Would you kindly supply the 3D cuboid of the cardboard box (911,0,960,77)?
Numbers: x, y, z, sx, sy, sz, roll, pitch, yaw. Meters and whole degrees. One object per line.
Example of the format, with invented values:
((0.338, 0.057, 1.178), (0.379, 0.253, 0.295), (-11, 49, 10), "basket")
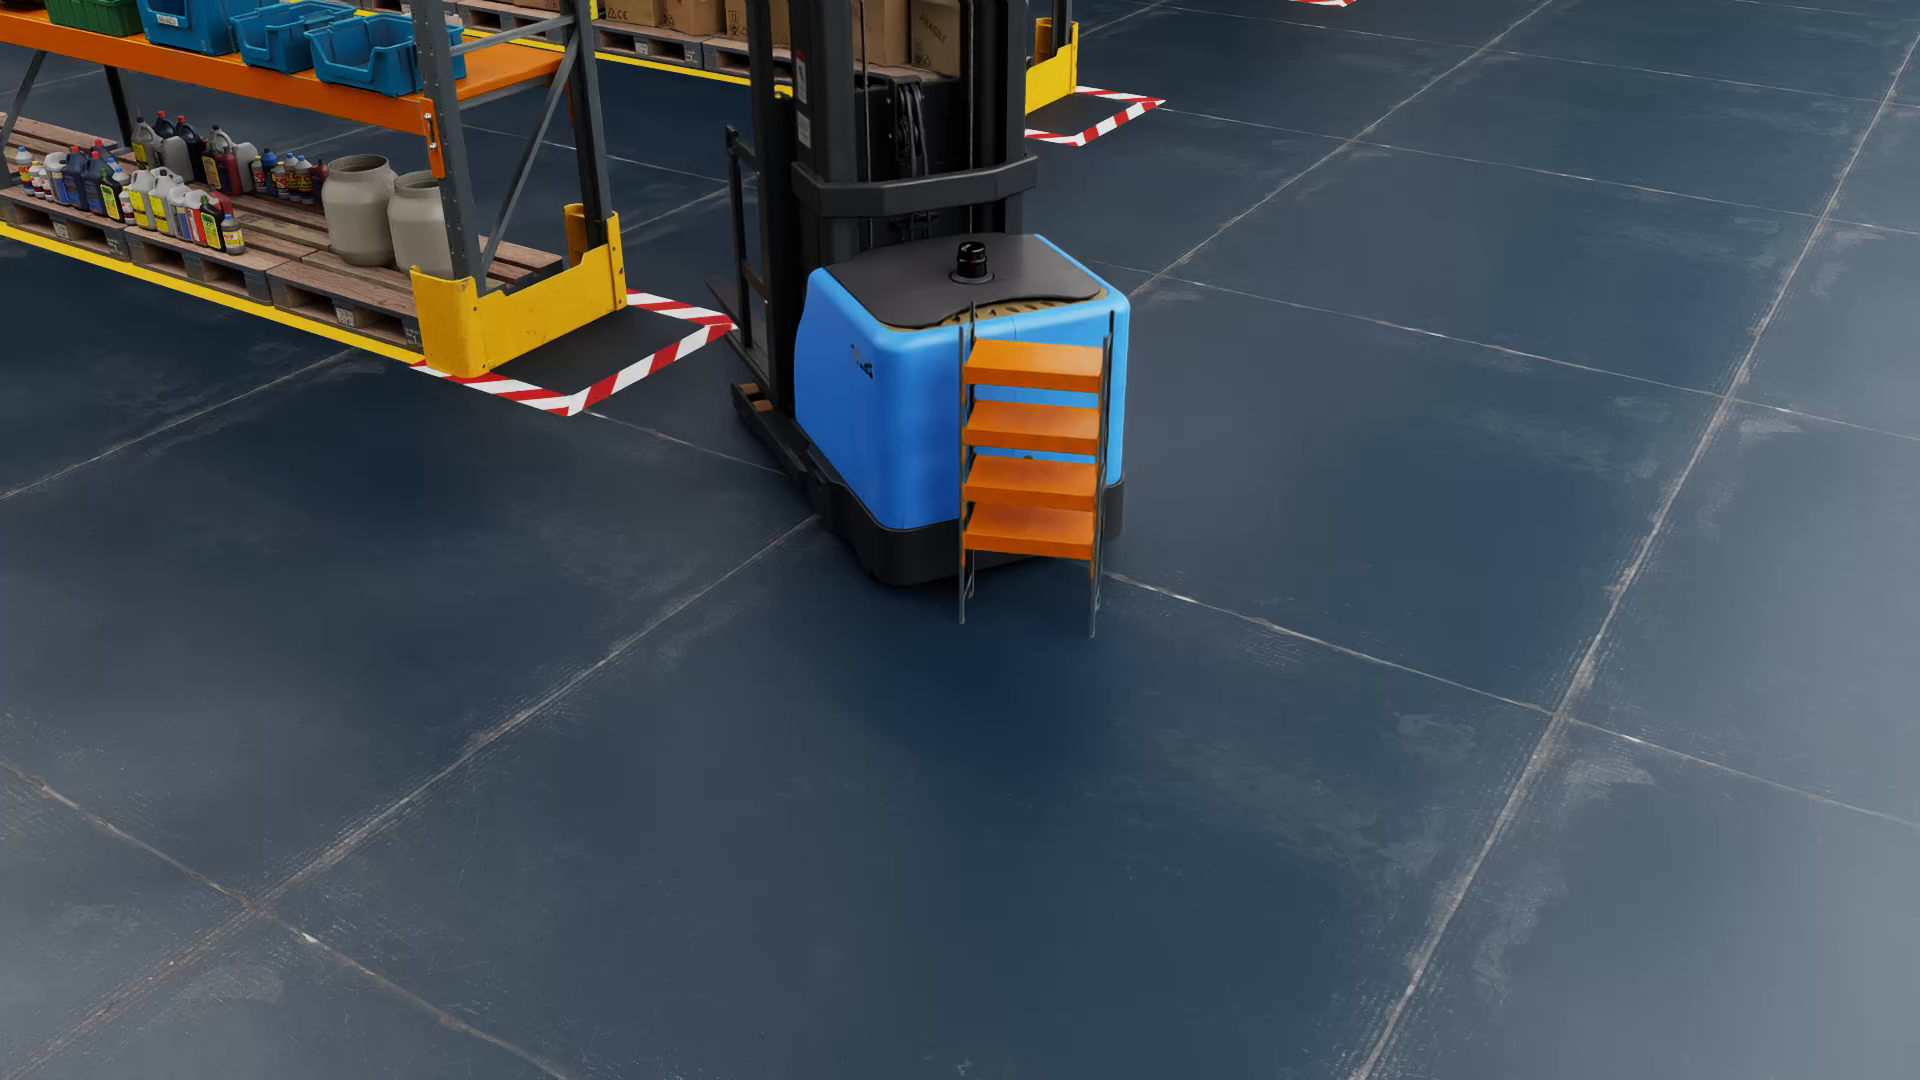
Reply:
((-0.012, -3.754, 12.271), (0.500, 0.500, 0.500), (25, 39, 36), "cardboard box")

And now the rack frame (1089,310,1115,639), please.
((0.505, -0.215, 5.927), (0.015, 1.200, 0.240), (5, 31, 9), "rack frame")

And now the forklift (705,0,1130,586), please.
((-0.407, -1.816, 6.954), (1.130, 2.935, 3.031), (-13, 33, -20), "forklift")

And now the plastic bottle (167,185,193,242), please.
((-4.230, -1.798, 9.122), (0.135, 0.276, 0.152), (17, 34, 26), "plastic bottle")

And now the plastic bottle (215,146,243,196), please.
((-4.299, -2.174, 9.758), (0.133, 0.283, 0.061), (18, 35, 27), "plastic bottle")

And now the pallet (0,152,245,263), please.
((-4.966, -2.033, 10.025), (1.213, 0.211, 1.003), (18, 35, 27), "pallet")

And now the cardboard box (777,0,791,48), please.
((-1.056, -4.075, 12.822), (0.500, 0.500, 0.500), (21, 36, 32), "cardboard box")

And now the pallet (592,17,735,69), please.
((-2.292, -4.180, 13.705), (1.213, 0.211, 1.003), (18, 35, 27), "pallet")

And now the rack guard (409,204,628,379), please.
((-2.214, -1.284, 8.455), (0.348, 0.500, 1.175), (18, 35, 27), "rack guard")

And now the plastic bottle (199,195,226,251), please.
((-4.022, -1.709, 8.961), (0.133, 0.283, 0.061), (18, 35, 29), "plastic bottle")

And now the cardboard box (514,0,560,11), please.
((-3.388, -4.833, 14.102), (0.500, 0.500, 0.700), (15, 33, 24), "cardboard box")

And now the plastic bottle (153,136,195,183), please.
((-4.709, -2.278, 9.944), (0.135, 0.276, 0.152), (18, 35, 27), "plastic bottle")

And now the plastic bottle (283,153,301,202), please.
((-3.870, -2.112, 9.665), (0.097, 0.271, 0.097), (0, 30, 0), "plastic bottle")

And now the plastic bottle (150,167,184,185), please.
((-4.472, -1.961, 9.401), (0.135, 0.276, 0.152), (18, 35, 27), "plastic bottle")

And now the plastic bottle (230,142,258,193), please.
((-4.242, -2.216, 9.838), (0.135, 0.276, 0.152), (18, 35, 28), "plastic bottle")

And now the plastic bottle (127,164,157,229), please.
((-4.530, -1.923, 9.262), (0.185, 0.351, 0.144), (17, 34, 27), "plastic bottle")

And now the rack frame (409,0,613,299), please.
((-2.125, -2.364, 7.825), (0.127, 3.000, 1.000), (18, 35, 27), "rack frame")

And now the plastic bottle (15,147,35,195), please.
((-5.476, -2.174, 9.771), (0.097, 0.271, 0.097), (0, 30, 0), "plastic bottle")

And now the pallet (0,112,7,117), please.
((-7.236, -2.751, 11.256), (1.213, 0.211, 1.003), (18, 35, 27), "pallet")

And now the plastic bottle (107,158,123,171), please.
((-4.863, -2.066, 9.586), (0.097, 0.271, 0.097), (0, 30, 0), "plastic bottle")

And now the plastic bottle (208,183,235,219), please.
((-4.056, -1.810, 9.135), (0.133, 0.283, 0.061), (18, 35, 27), "plastic bottle")

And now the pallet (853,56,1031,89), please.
((-0.225, -3.526, 12.585), (1.213, 0.211, 1.003), (18, 35, 27), "pallet")

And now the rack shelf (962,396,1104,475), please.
((0.264, -0.372, 5.886), (0.480, 0.148, 0.258), (5, 31, 9), "rack shelf")

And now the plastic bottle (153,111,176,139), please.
((-4.814, -2.431, 10.133), (0.185, 0.351, 0.144), (17, 34, 26), "plastic bottle")

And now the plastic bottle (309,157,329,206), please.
((-3.677, -2.067, 9.576), (0.133, 0.283, 0.061), (18, 35, 28), "plastic bottle")

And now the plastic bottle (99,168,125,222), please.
((-4.772, -1.946, 9.368), (0.133, 0.283, 0.061), (19, 35, 29), "plastic bottle")

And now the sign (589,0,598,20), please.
((-1.829, -2.717, 8.155), (0.005, 0.325, 0.100), (18, 35, 27), "sign")

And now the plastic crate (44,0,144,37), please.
((-4.513, -2.859, 8.885), (0.662, 0.188, 0.450), (18, 35, 27), "plastic crate")

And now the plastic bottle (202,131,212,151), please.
((-4.491, -2.325, 10.018), (0.133, 0.283, 0.061), (20, 36, 31), "plastic bottle")

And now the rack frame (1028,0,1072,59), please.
((0.508, -4.477, 11.448), (0.127, 3.000, 1.000), (18, 35, 27), "rack frame")

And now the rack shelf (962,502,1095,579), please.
((0.264, -0.007, 6.099), (0.480, 0.148, 0.258), (5, 31, 9), "rack shelf")

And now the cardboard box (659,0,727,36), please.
((-2.073, -4.376, 13.339), (0.500, 0.500, 0.500), (-23, 37, -33), "cardboard box")

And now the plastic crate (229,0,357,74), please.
((-3.255, -2.482, 8.175), (0.408, 0.251, 0.499), (18, 35, 27), "plastic crate")

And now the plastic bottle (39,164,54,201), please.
((-5.304, -2.090, 9.695), (0.097, 0.201, 0.097), (0, 30, 0), "plastic bottle")

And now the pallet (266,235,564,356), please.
((-2.899, -1.379, 8.905), (1.213, 0.211, 1.003), (18, 35, 27), "pallet")

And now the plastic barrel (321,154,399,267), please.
((-3.147, -1.748, 8.822), (0.421, 0.512, 0.421), (0, 30, 0), "plastic barrel")

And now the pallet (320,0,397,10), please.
((-5.606, -5.206, 15.465), (1.213, 0.211, 1.003), (18, 35, 27), "pallet")

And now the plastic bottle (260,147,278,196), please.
((-4.042, -2.167, 9.758), (0.097, 0.271, 0.097), (0, 30, 0), "plastic bottle")

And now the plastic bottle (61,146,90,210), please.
((-5.050, -2.088, 9.544), (0.185, 0.351, 0.144), (19, 35, 29), "plastic bottle")

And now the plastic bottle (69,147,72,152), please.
((-5.131, -2.150, 9.718), (0.133, 0.283, 0.061), (18, 35, 27), "plastic bottle")

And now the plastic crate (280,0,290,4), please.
((-4.003, -2.994, 9.168), (0.437, 0.136, 0.530), (18, 35, 27), "plastic crate")

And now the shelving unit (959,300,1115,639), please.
((0.264, -0.236, 5.965), (0.503, 1.200, 0.258), (5, 31, 9), "shelving unit")
